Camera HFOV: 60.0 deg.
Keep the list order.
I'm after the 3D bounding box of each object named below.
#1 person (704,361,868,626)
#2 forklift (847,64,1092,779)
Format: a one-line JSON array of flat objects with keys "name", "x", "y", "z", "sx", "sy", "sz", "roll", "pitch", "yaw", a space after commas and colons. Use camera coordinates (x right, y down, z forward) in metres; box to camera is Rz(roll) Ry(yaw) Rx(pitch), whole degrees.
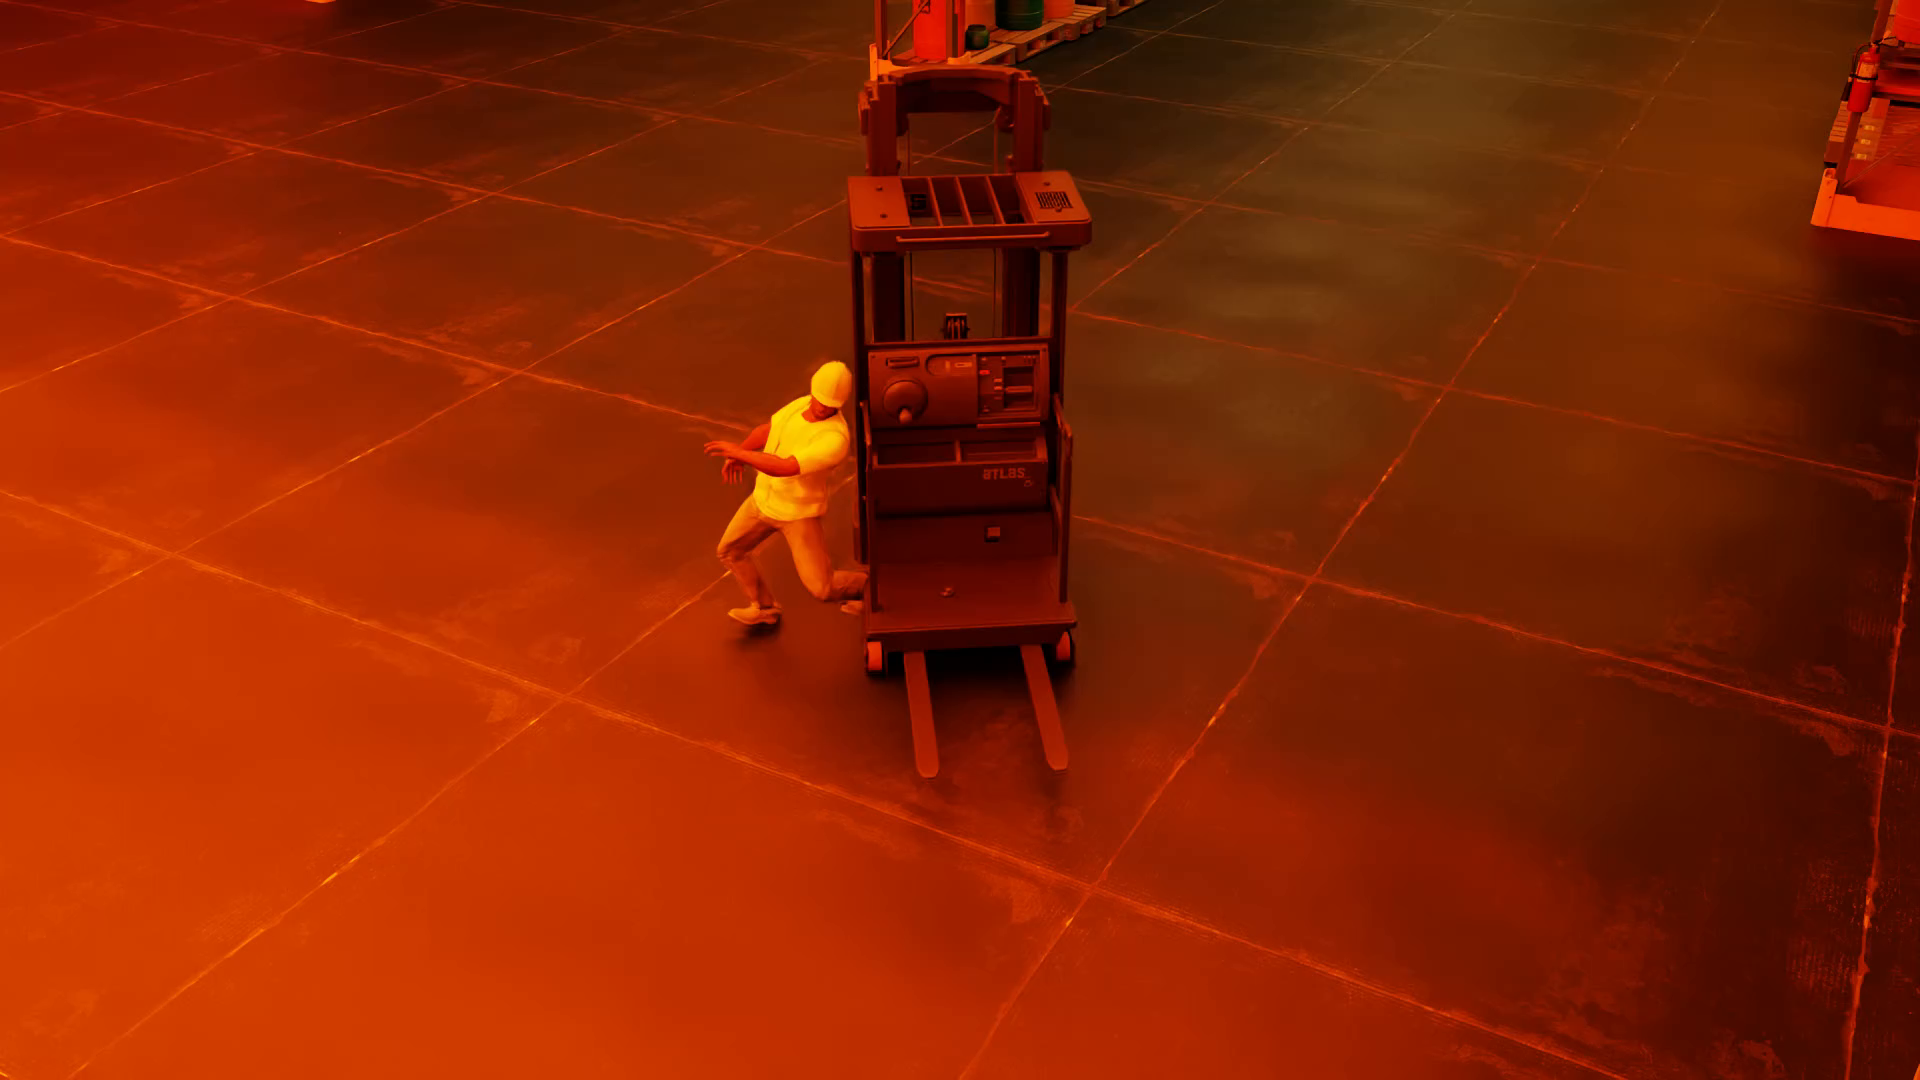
[{"name": "person", "x": -0.954, "y": -0.206, "z": 8.767, "sx": 0.851, "sy": 1.594, "sz": 0.899, "roll": -26, "pitch": 39, "yaw": -37}, {"name": "forklift", "x": 0.020, "y": -0.749, "z": 8.369, "sx": 1.130, "sy": 2.935, "sz": 3.031, "roll": -3, "pitch": 30, "yaw": -5}]
